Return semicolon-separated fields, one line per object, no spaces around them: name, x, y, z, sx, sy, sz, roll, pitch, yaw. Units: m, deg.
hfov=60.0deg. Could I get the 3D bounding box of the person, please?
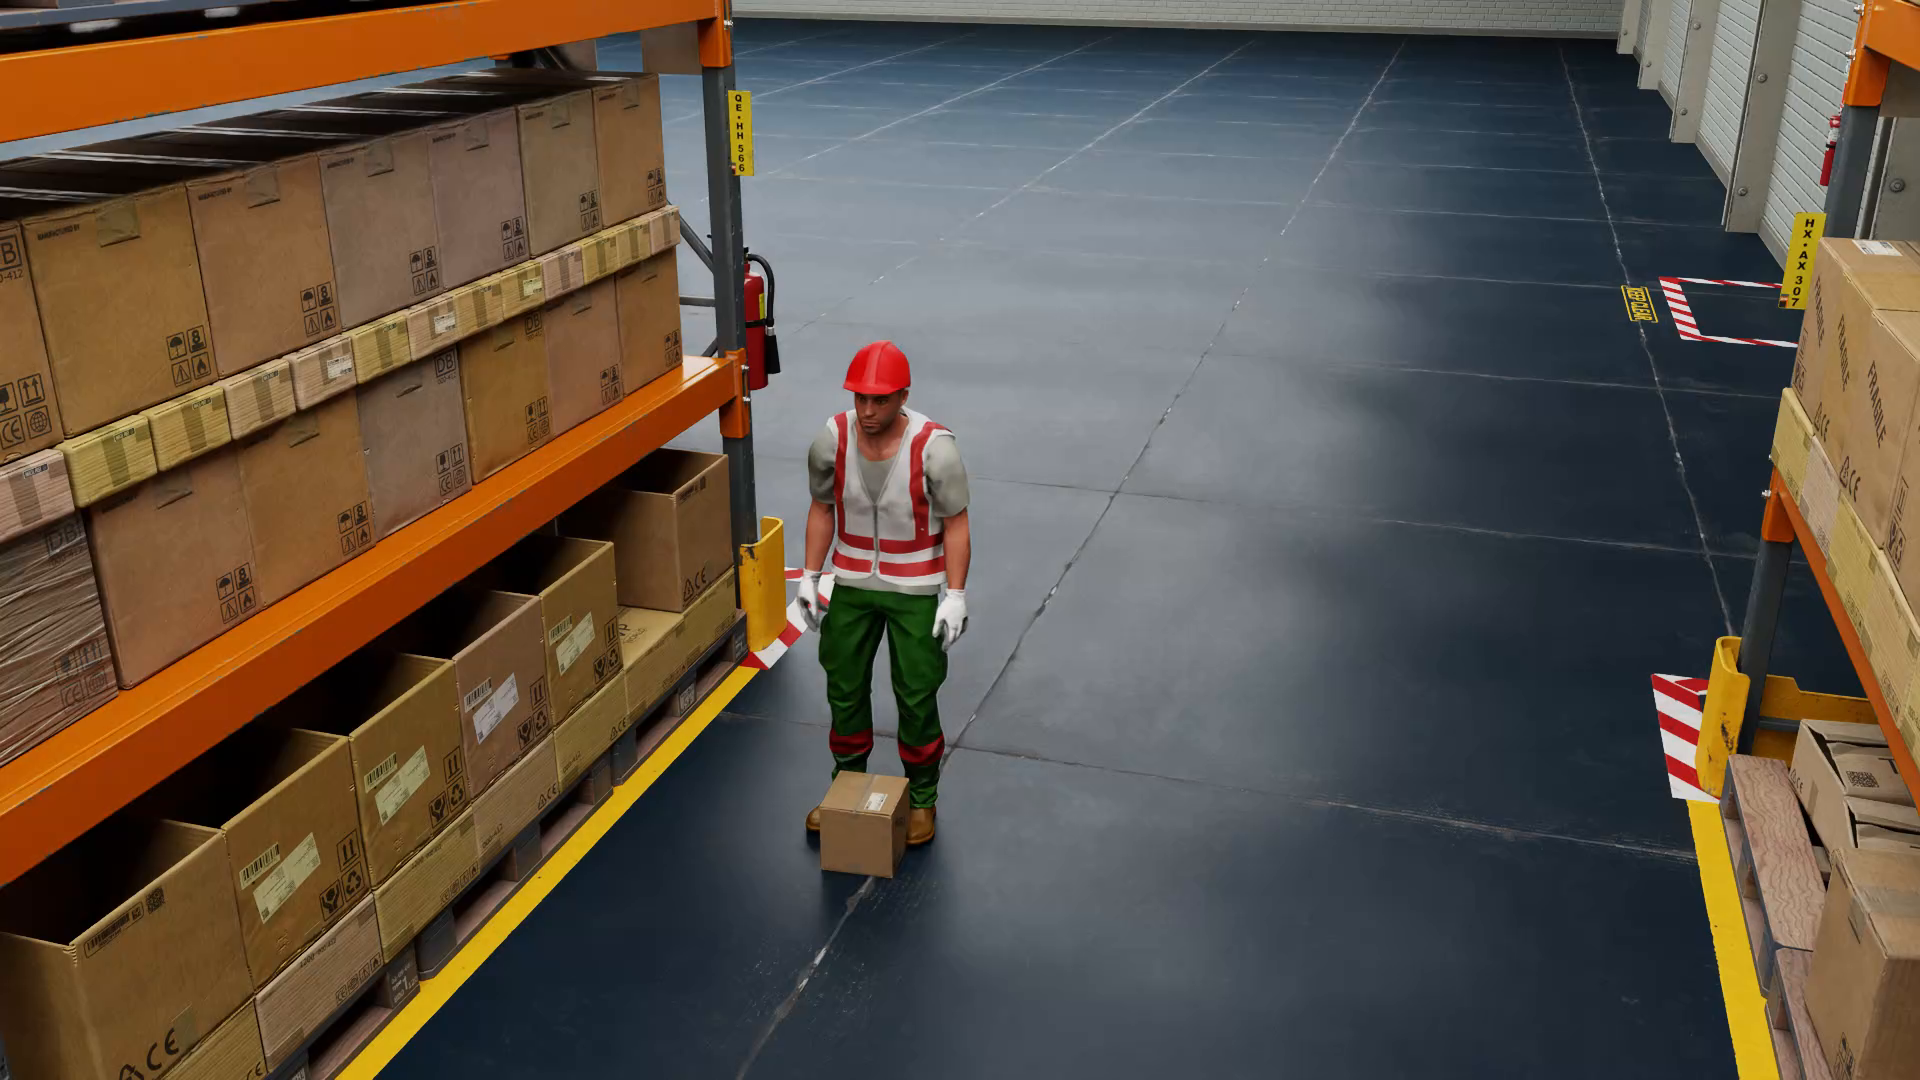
person;-0.259;0.182;5.614;0.610;1.777;0.448;7;23;16
